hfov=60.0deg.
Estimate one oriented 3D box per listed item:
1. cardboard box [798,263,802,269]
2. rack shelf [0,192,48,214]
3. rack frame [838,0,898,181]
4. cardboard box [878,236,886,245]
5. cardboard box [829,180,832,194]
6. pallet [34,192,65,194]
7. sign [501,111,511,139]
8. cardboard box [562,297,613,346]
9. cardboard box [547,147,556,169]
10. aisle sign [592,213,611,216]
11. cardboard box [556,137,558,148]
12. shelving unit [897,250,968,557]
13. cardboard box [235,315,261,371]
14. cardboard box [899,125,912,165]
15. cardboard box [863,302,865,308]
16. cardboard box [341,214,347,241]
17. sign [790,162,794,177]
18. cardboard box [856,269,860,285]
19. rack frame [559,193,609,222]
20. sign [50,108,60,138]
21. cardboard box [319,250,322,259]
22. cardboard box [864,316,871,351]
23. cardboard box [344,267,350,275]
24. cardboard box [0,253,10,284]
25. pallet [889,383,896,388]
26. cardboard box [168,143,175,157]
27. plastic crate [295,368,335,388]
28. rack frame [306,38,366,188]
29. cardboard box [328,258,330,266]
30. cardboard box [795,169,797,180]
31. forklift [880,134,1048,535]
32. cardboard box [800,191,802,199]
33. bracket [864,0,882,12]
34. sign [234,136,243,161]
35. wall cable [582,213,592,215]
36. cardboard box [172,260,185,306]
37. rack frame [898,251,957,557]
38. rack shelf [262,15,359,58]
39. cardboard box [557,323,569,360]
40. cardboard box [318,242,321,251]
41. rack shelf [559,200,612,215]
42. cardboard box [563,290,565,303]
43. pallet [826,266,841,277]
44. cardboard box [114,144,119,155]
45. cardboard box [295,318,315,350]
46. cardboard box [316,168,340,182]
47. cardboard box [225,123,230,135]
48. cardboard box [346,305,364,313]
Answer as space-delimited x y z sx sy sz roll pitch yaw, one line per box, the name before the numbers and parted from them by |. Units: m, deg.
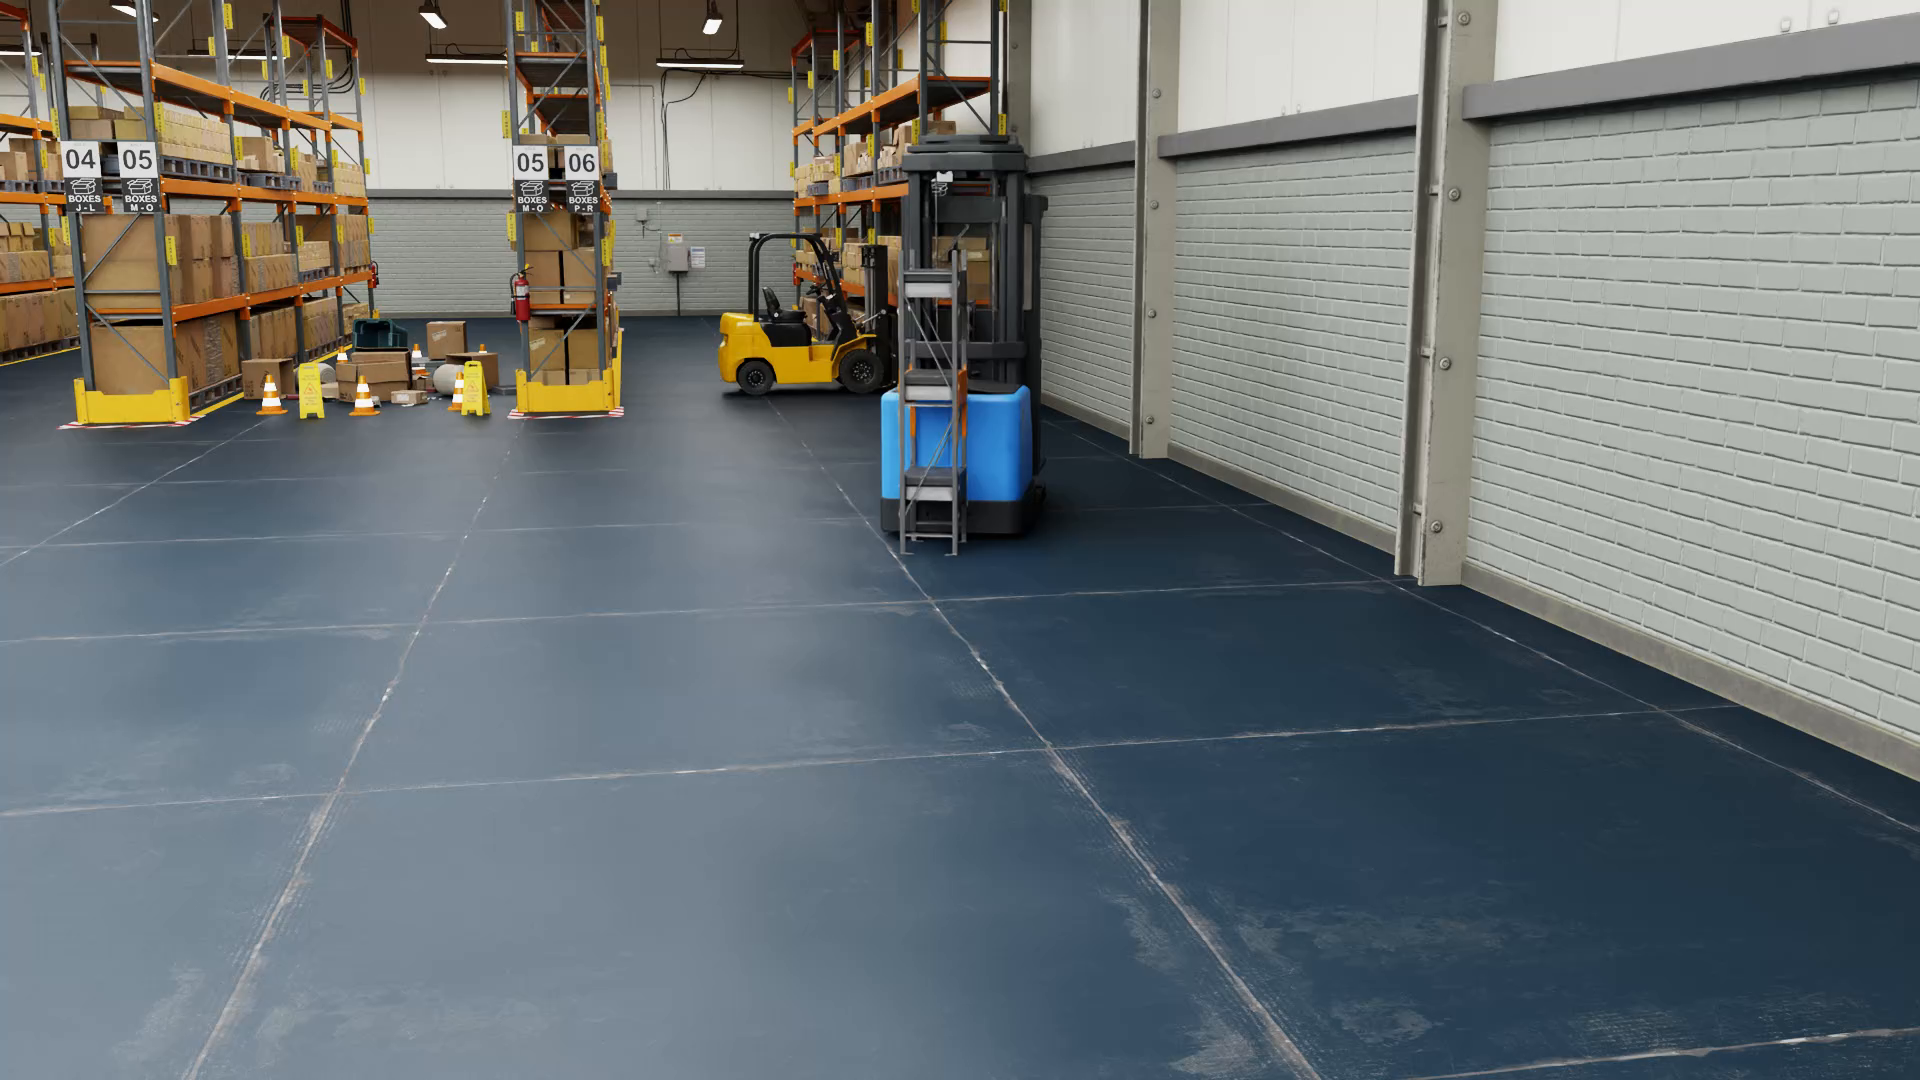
cardboard box | -3.331 -6.003 36.384 0.380 0.149 0.250 -2 11 -11
rack shelf | -16.548 -5.674 27.889 1.077 0.370 4.000 -2 11 -11
rack frame | -1.570 -7.676 28.460 1.000 3.000 0.127 -2 11 -11
cardboard box | -1.021 -4.440 24.704 0.380 0.149 0.250 -2 11 -10
cardboard box | -2.104 -6.398 30.169 0.500 0.250 0.500 -2 11 -11
pallet | -17.320 -6.725 31.721 1.003 0.211 1.213 -2 11 -11
sign | -5.431 -4.973 19.910 0.100 0.325 0.005 -2 11 -11
cardboard box | -6.491 -3.840 28.909 0.875 0.875 0.875 -2 11 -12
cardboard box | -5.246 -4.711 20.507 0.500 0.250 0.500 -2 11 -12
aisle sign | -7.704 -7.317 35.663 0.394 0.787 0.004 -2 11 -11
cardboard box | -4.816 -4.941 20.649 0.380 0.149 0.250 -2 11 -11
shelving unit | -0.186 -0.967 11.661 0.431 2.100 0.503 1 11 7
cardboard box | -10.705 -2.827 23.923 1.050 0.750 0.750 -2 11 -11
cardboard box | -0.441 -5.304 22.359 0.700 0.500 0.500 -2 11 -11
cardboard box | -1.578 -4.325 30.724 0.380 0.149 0.250 -2 11 -12
cardboard box | -12.017 -5.956 31.727 0.500 0.500 0.500 -2 11 -13
sign | -3.658 -8.080 36.263 0.100 0.325 0.005 -2 11 -11
cardboard box | -1.424 -4.283 27.080 0.500 0.250 0.500 -2 11 -9
rack frame | -7.216 -5.282 31.923 1.000 3.000 0.127 -2 11 -11
sign | -10.253 -4.735 18.870 0.100 0.325 0.005 -2 11 -11
cardboard box | -11.626 -5.102 29.735 0.380 0.149 0.250 -2 11 -13
cardboard box | -1.048 -3.273 26.599 0.875 0.625 0.625 -2 11 -12
cardboard box | -12.045 -5.214 32.239 0.380 0.149 0.250 -2 11 -10
cardboard box | -16.192 -4.524 27.676 0.500 0.500 0.500 -2 11 -12
pallet | -0.438 -2.254 23.474 1.003 0.211 1.213 -2 11 -11
cardboard box | -9.521 -4.609 19.648 0.380 0.149 0.250 -2 11 -10
plastic crate | -9.177 -2.278 23.511 0.450 0.188 0.662 -7 8 20
rack frame | -12.830 -8.764 34.173 1.000 3.000 0.127 -2 11 -11
cardboard box | -11.781 -5.100 30.519 0.380 0.149 0.250 -2 11 -12
cardboard box | -3.286 -7.897 35.913 0.500 0.250 0.500 -2 11 -12
forklift | 0.118 -1.703 13.307 1.130 2.935 3.031 1 11 7
cardboard box | -3.177 -7.288 35.112 0.380 0.149 0.250 -2 11 -11
bracket | -1.363 -9.774 29.854 0.076 0.066 4.783 -2 11 -11
sign | -9.952 -5.403 22.942 0.100 0.325 0.005 -2 11 -11
wall cable | -9.114 -7.563 41.108 0.585 1.953 0.123 -2 11 -11
cardboard box | -9.963 -3.122 20.177 0.875 0.550 0.550 -2 11 -11
rack frame | -0.218 -0.922 11.423 0.400 2.100 0.015 1 11 7
rack shelf | -12.441 -9.676 32.003 1.077 0.370 4.000 -2 11 -11
cardboard box | -5.490 -2.630 22.219 0.500 0.500 0.500 -2 11 -12
cardboard box | -11.630 -5.247 29.698 0.380 0.149 0.250 -2 11 -11
rack shelf | -7.605 -6.768 33.637 1.077 0.370 4.000 -2 11 -11
cardboard box | -4.809 -3.073 20.991 0.380 0.149 0.250 -2 11 -10
pallet | -1.953 -4.991 30.912 1.003 0.211 1.213 -2 11 -11
cardboard box | -10.214 -4.630 19.757 0.380 0.149 0.250 -2 11 -10
cardboard box | -11.162 -3.467 27.950 0.500 0.500 0.500 -3 11 -13
cardboard box | -11.910 -6.825 31.076 0.500 0.250 0.500 -2 11 -9
cardboard box | -10.112 -5.558 22.499 0.380 0.149 0.250 -2 11 -11
cardboard box | -12.216 -4.639 33.456 0.380 0.149 0.250 -2 11 -9
